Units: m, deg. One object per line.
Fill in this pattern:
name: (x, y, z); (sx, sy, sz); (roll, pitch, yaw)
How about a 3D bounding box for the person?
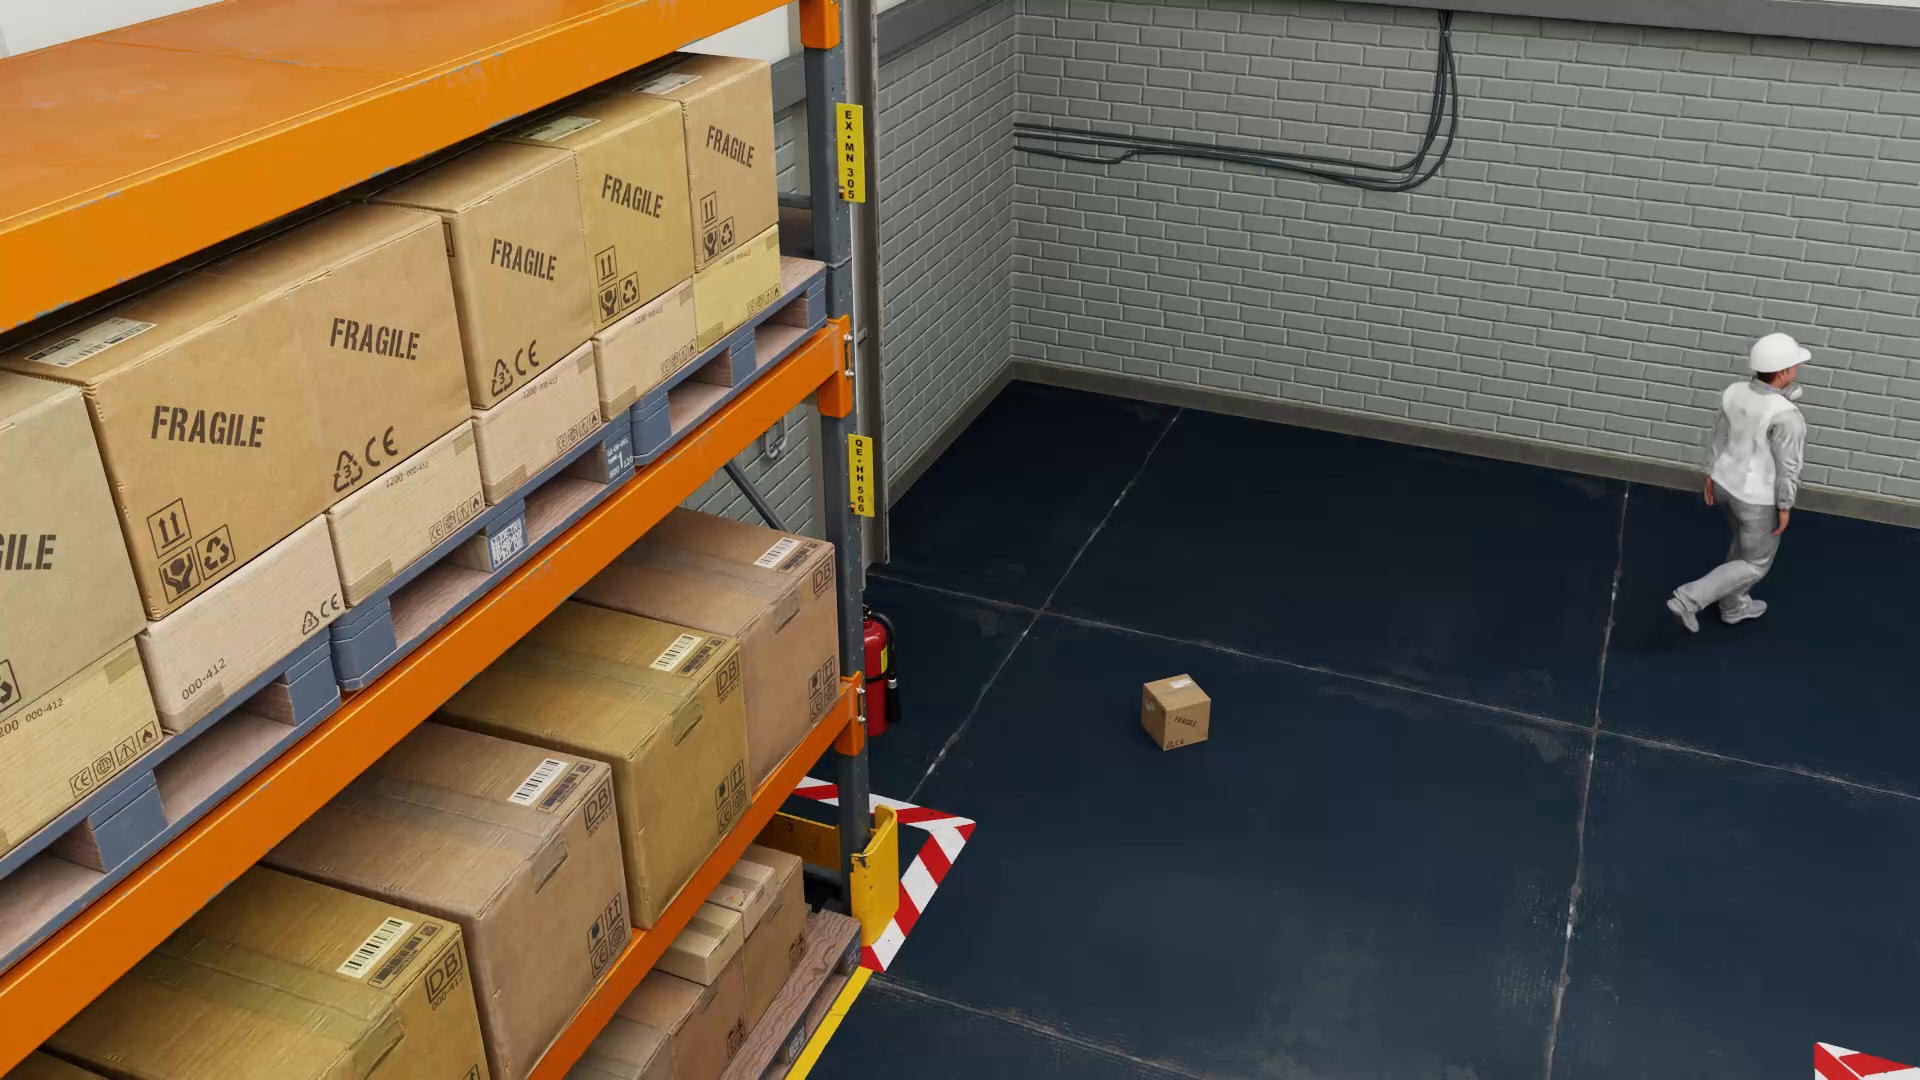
person: (4.186, -0.267, 8.832); (0.803, 1.747, 0.545); (-7, 30, -13)
